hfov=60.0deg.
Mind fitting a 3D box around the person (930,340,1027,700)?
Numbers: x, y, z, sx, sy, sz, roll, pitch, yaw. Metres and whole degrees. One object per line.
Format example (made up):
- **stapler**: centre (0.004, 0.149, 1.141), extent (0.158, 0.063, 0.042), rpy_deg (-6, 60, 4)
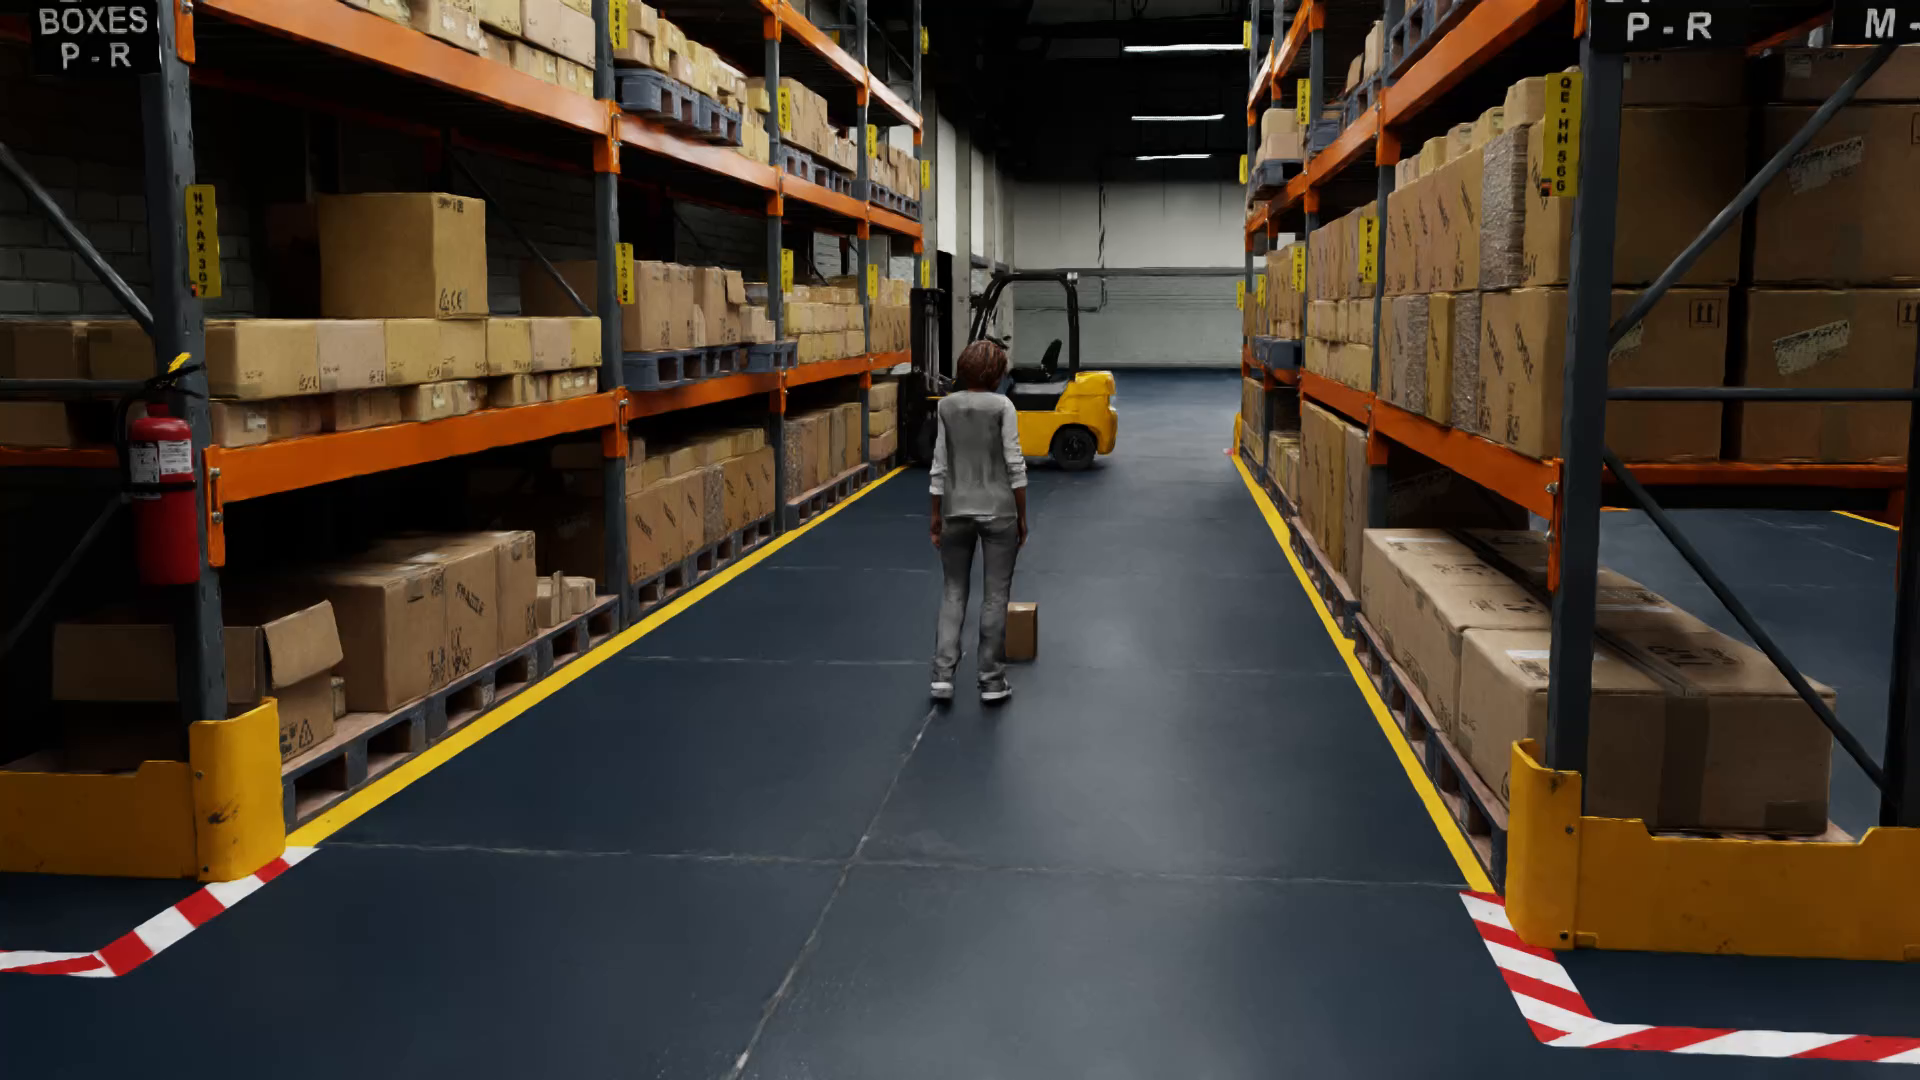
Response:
- **person**: centre (0.077, -0.087, 7.382), extent (0.447, 1.591, 0.365), rpy_deg (2, 8, 14)
